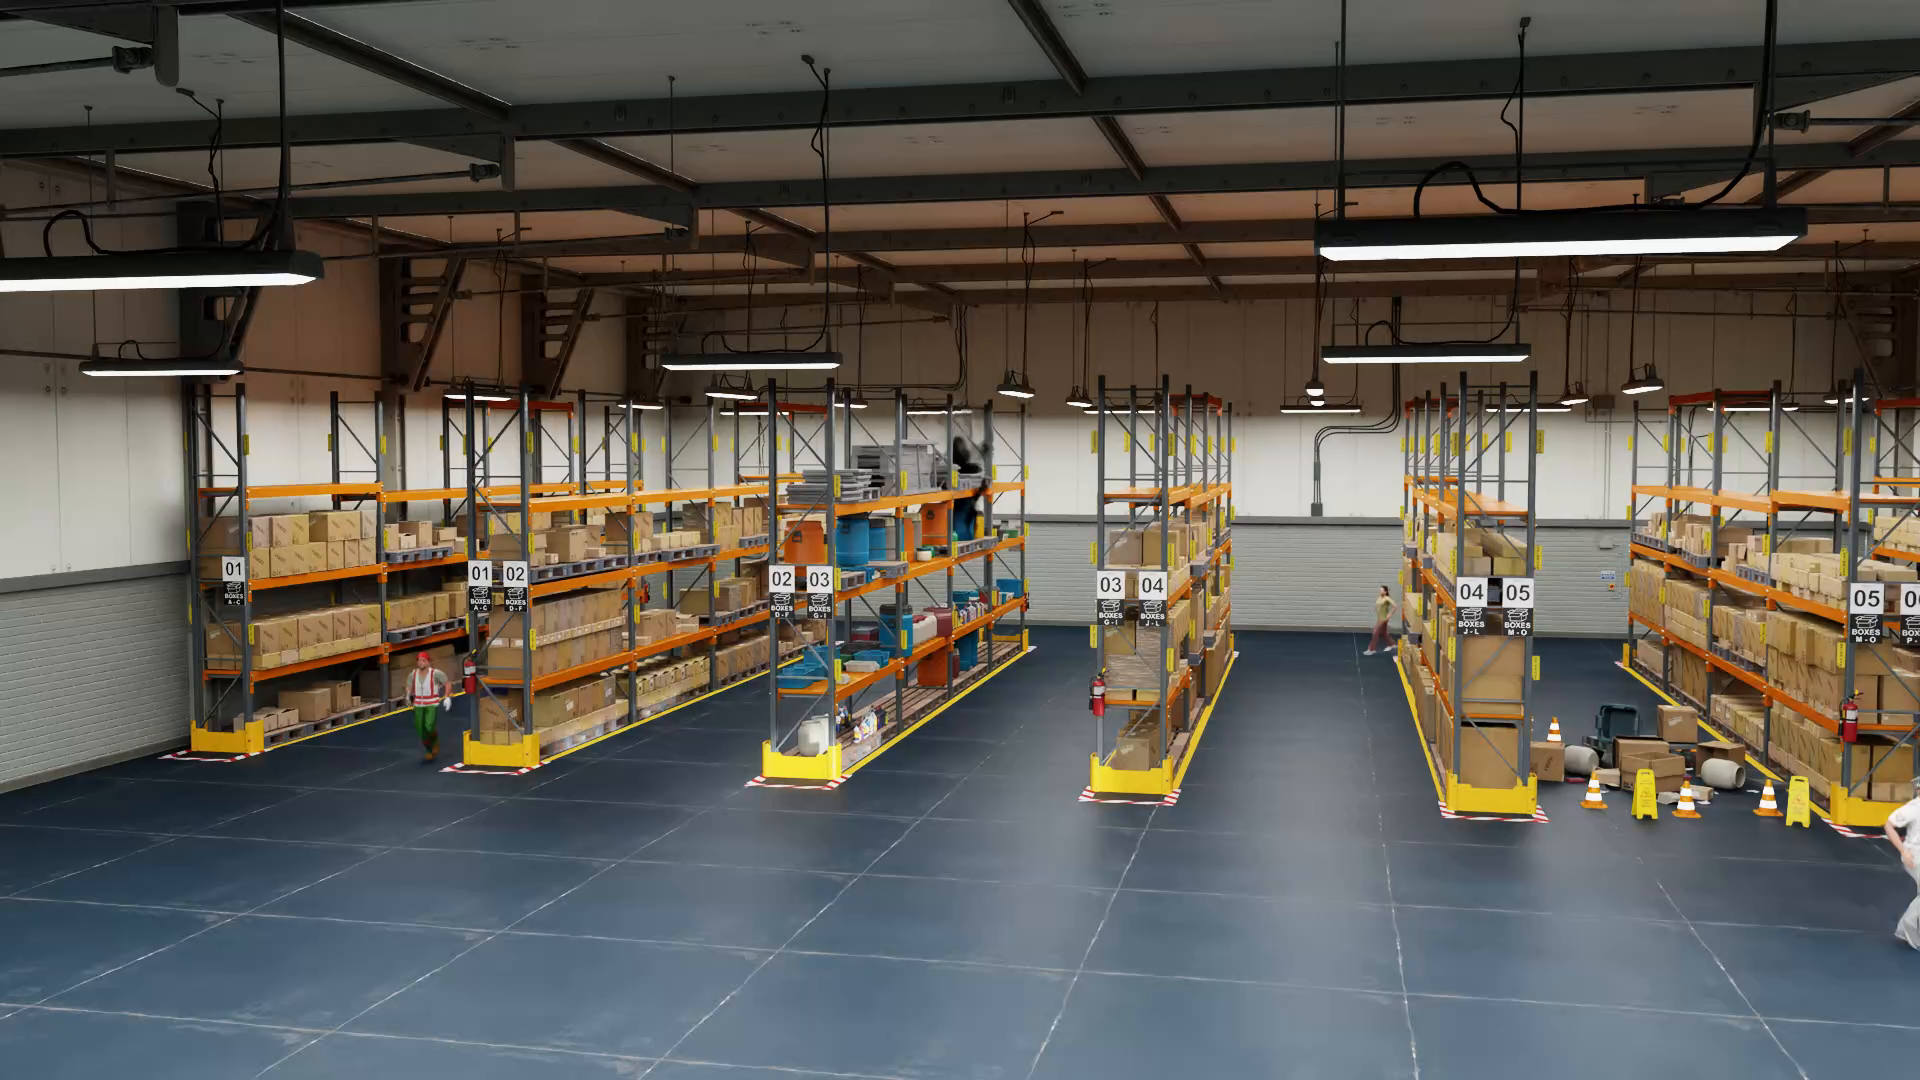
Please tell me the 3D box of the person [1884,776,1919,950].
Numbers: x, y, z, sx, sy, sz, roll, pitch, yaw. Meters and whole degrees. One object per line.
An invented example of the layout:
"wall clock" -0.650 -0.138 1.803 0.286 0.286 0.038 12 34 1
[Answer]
"person" 9.584 3.179 16.433 0.642 1.761 0.666 -2 4 -35

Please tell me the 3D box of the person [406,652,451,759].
"person" -8.452 2.630 26.302 0.673 1.729 0.664 0 3 5

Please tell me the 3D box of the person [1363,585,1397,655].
"person" 10.066 1.891 39.539 0.877 1.649 0.640 -1 3 -9

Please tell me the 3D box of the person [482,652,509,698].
"person" -8.117 2.524 29.148 0.570 1.688 0.783 0 3 8
